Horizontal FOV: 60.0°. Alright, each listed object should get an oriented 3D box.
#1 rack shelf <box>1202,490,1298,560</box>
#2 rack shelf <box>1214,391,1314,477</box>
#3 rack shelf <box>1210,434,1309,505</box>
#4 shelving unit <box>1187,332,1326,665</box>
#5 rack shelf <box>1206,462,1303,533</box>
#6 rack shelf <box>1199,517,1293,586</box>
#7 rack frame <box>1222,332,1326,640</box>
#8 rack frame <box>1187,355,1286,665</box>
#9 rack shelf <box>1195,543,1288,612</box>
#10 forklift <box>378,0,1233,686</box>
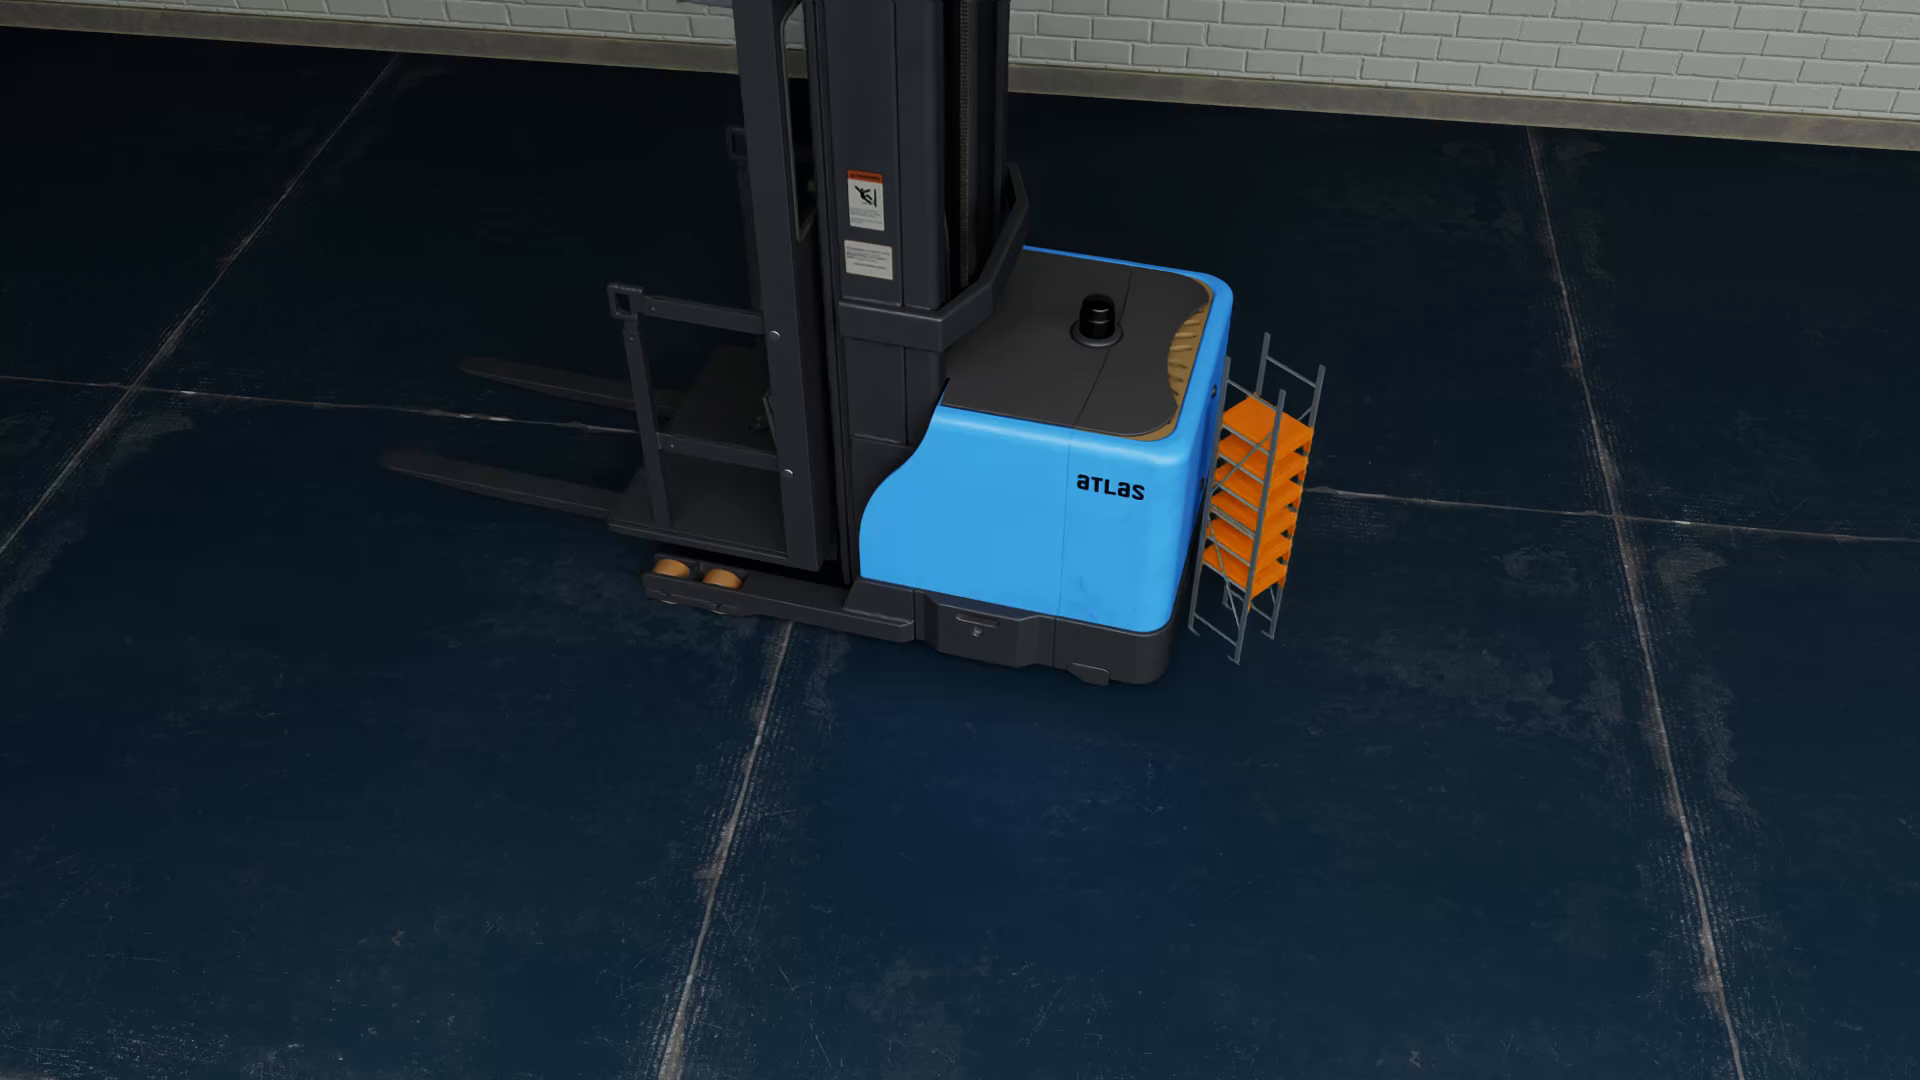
[{"bbox_3d":[0.961,-0.075,5.519,0.180,0.103,0.258,-31,51,-29],"label":"rack shelf"},{"bbox_3d":[0.962,-0.338,5.274,0.180,0.103,0.258,-31,51,-29],"label":"rack shelf"},{"bbox_3d":[0.962,-0.250,5.356,0.180,0.103,0.258,-31,51,-29],"label":"rack shelf"},{"bbox_3d":[0.961,-0.107,5.489,0.189,1.200,0.258,-31,51,-29],"label":"shelving unit"},{"bbox_3d":[0.961,-0.162,5.437,0.180,0.103,0.258,-31,51,-29],"label":"rack shelf"},{"bbox_3d":[0.960,0.013,5.601,0.180,0.103,0.258,-31,51,-29],"label":"rack shelf"},{"bbox_3d":[1.030,-0.148,5.533,0.006,1.200,0.240,-31,51,-29],"label":"rack frame"},{"bbox_3d":[0.892,-0.066,5.445,0.006,1.200,0.240,-31,51,-29],"label":"rack frame"},{"bbox_3d":[0.960,0.101,5.683,0.180,0.103,0.258,-31,51,-29],"label":"rack shelf"},{"bbox_3d":[-0.636,-1.135,5.317,3.031,2.935,1.130,11,45,11],"label":"forklift"}]
